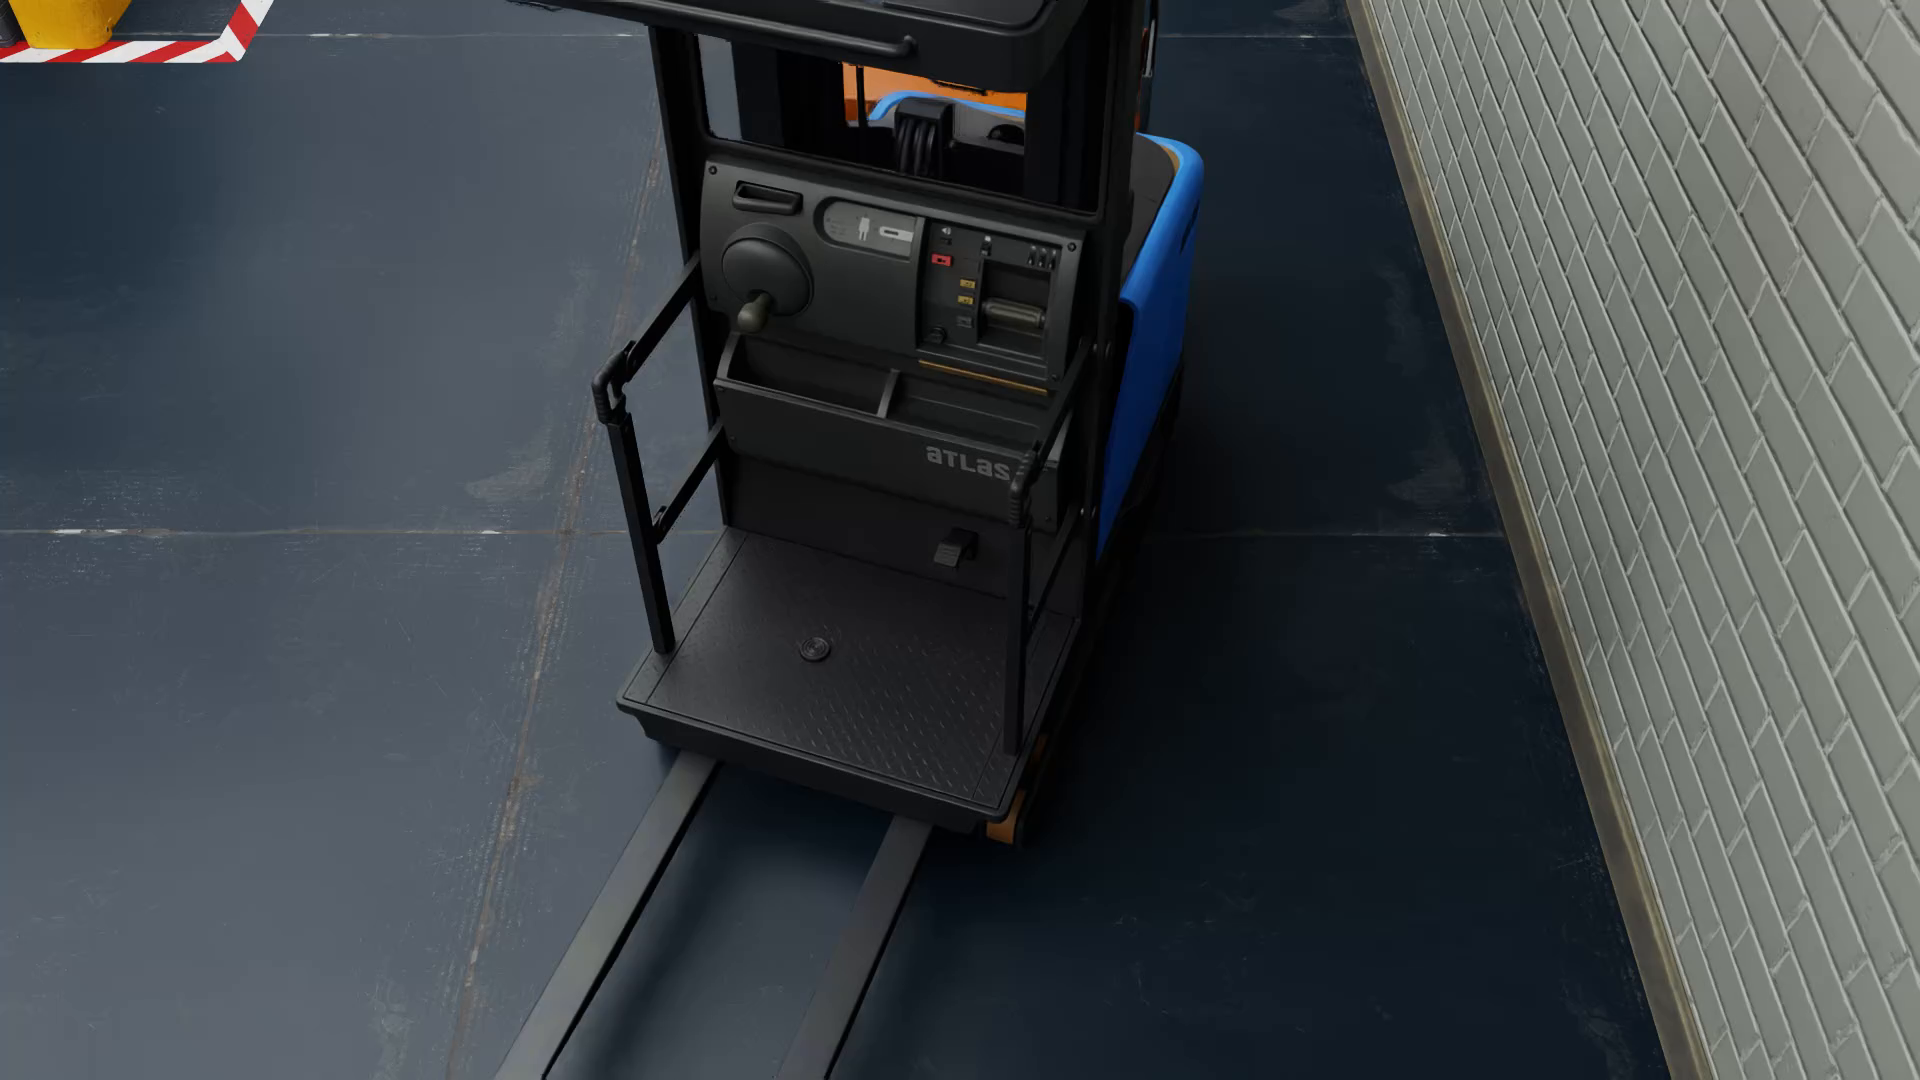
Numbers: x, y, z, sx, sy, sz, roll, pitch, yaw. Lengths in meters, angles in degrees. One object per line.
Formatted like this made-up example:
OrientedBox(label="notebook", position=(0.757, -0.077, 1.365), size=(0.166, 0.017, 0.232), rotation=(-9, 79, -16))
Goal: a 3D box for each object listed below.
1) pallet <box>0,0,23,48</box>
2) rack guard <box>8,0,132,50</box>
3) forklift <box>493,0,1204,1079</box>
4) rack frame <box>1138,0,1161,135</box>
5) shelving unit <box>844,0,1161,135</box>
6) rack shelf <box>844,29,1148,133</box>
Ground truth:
OrientedBox(label="pallet", position=(-4.726, -2.581, 7.508), size=(1.213, 0.211, 1.003), rotation=(0, 47, 0))
OrientedBox(label="rack guard", position=(-3.902, -2.735, 7.454), size=(0.348, 0.500, 1.175), rotation=(0, 47, 0))
OrientedBox(label="forklift", position=(-0.243, -0.527, 3.738), size=(1.130, 2.935, 3.031), rotation=(15, 49, 13))
OrientedBox(label="rack frame", position=(0.597, -1.194, 5.593), size=(0.032, 1.125, 0.500), rotation=(6, 47, 5))
OrientedBox(label="shelving unit", position=(0.094, -1.245, 5.641), size=(1.048, 1.125, 0.538), rotation=(6, 47, 5))
OrientedBox(label="rack shelf", position=(0.094, -1.445, 5.426), size=(1.000, 0.278, 0.538), rotation=(6, 47, 5))
